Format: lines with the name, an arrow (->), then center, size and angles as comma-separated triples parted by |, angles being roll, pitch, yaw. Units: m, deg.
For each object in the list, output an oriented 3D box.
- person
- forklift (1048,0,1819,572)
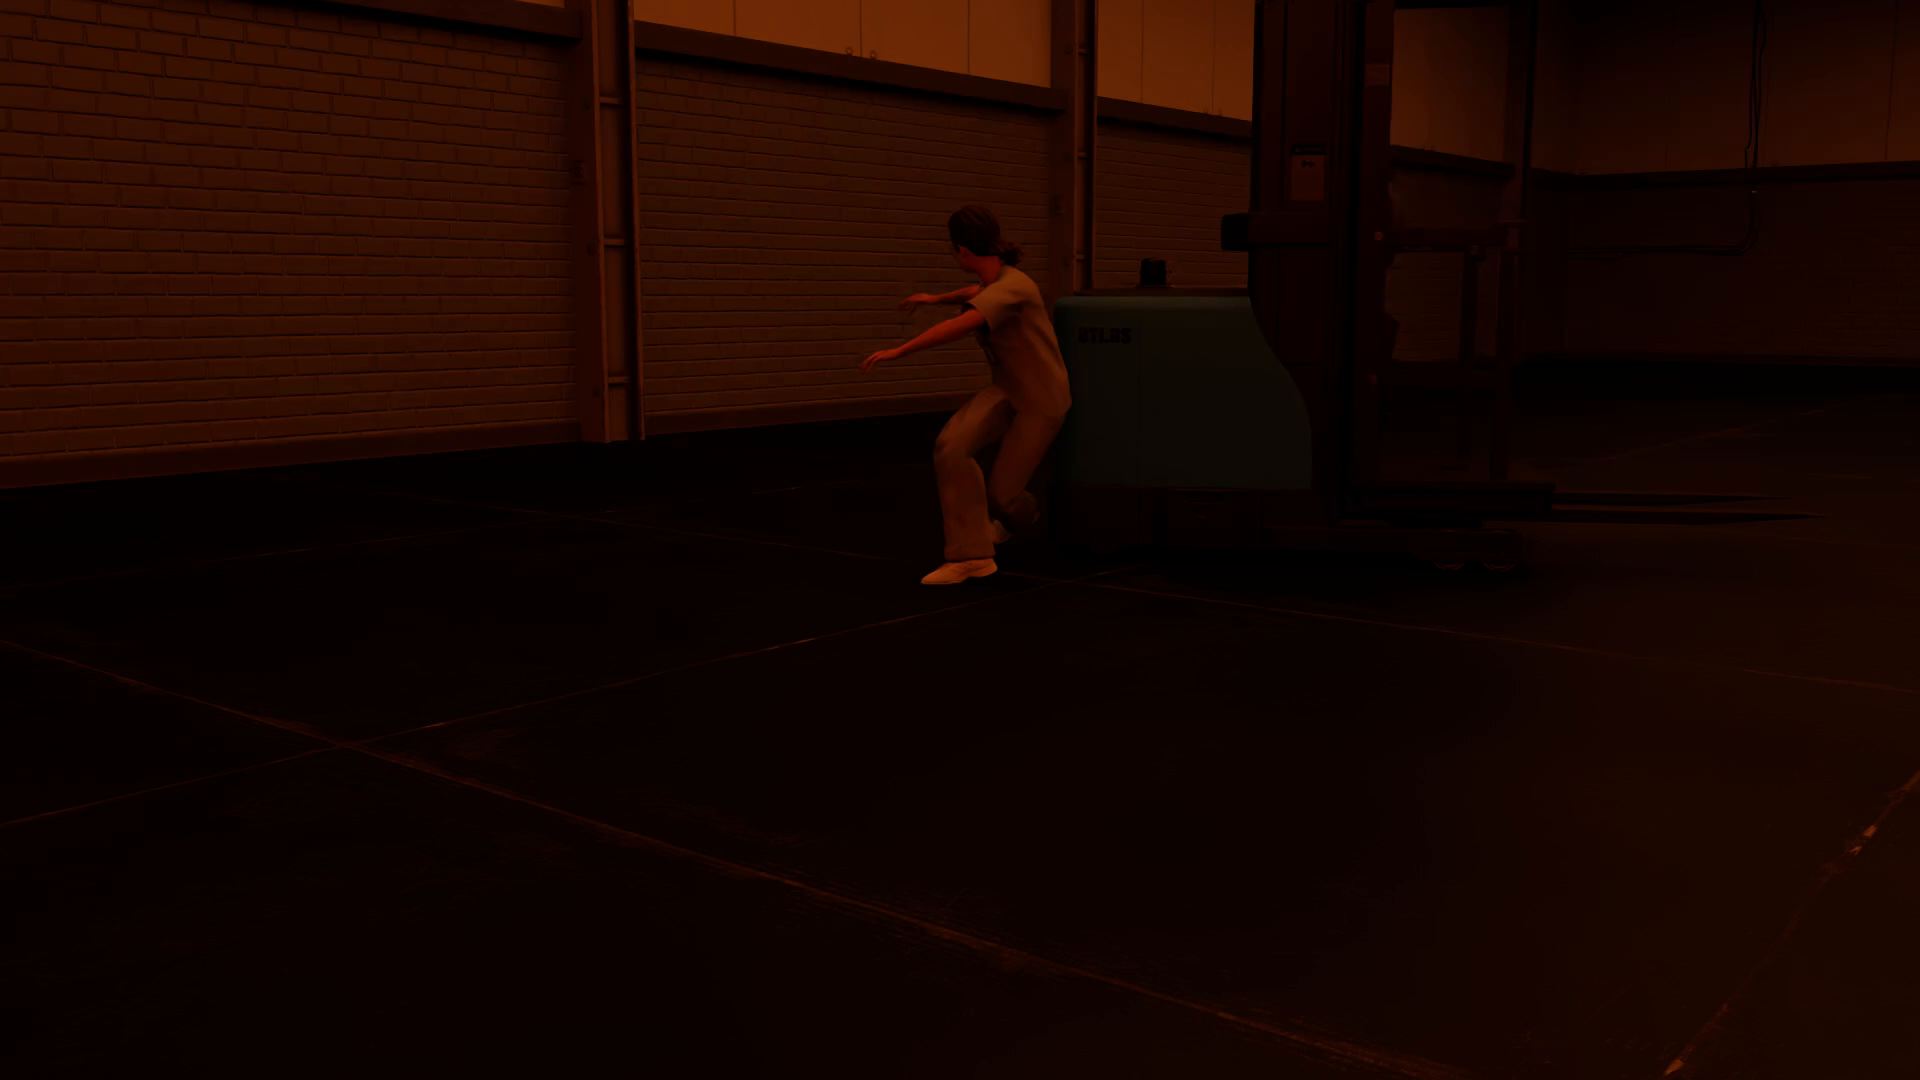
person -> -0.027, -0.558, 6.427 | 1.072, 1.438, 0.767 | -6, 11, -38
forklift -> 1.928, -1.407, 6.897 | 3.031, 2.935, 1.130 | 1, 8, 9
